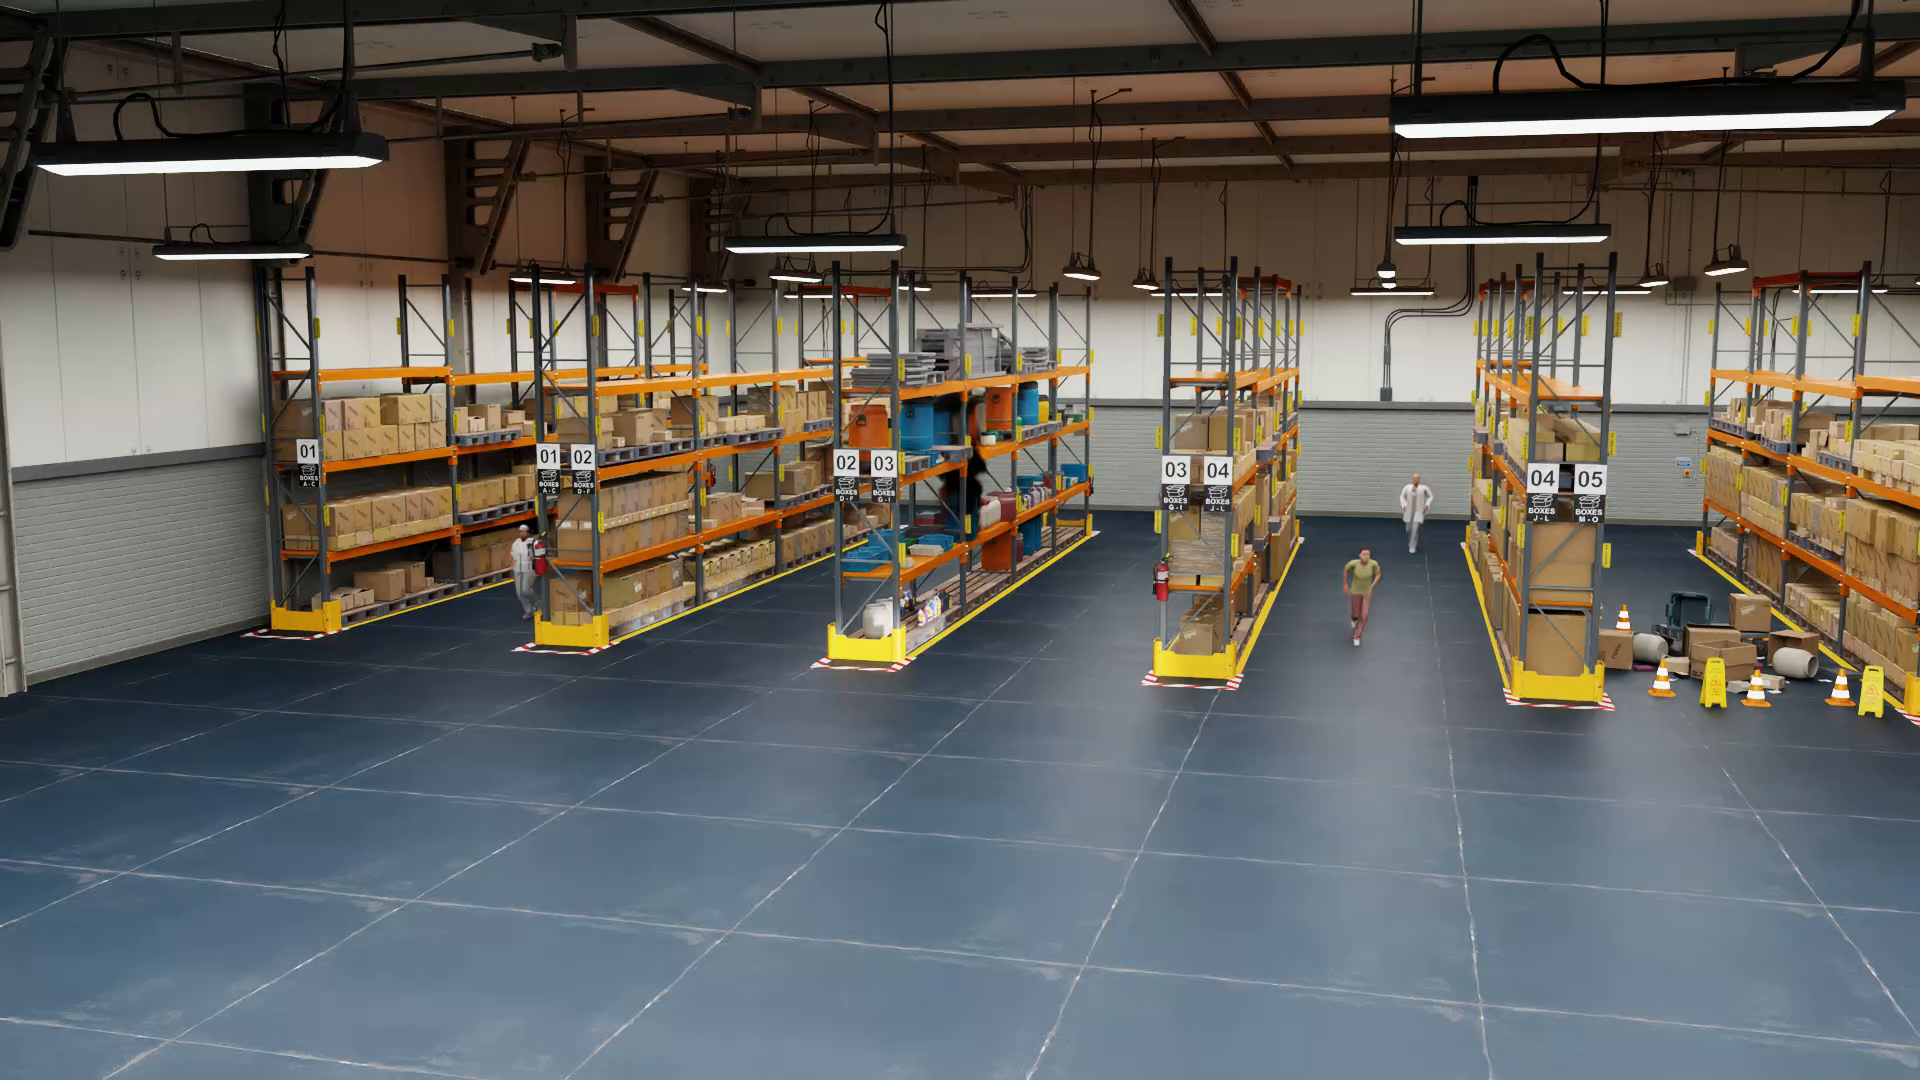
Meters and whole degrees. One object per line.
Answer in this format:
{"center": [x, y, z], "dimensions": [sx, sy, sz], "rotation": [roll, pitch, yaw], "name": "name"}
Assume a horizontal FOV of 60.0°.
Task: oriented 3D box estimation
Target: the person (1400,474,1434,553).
{"center": [10.292, -0.618, 37.534], "dimensions": [0.738, 1.765, 0.763], "rotation": [4, 8, 27], "name": "person"}

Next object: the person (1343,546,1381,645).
{"center": [6.409, 0.865, 26.606], "dimensions": [0.575, 1.605, 0.744], "rotation": [0, 7, 0], "name": "person"}

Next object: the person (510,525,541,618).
{"center": [-7.523, 0.551, 28.747], "dimensions": [0.591, 1.629, 0.577], "rotation": [2, 7, 14], "name": "person"}
